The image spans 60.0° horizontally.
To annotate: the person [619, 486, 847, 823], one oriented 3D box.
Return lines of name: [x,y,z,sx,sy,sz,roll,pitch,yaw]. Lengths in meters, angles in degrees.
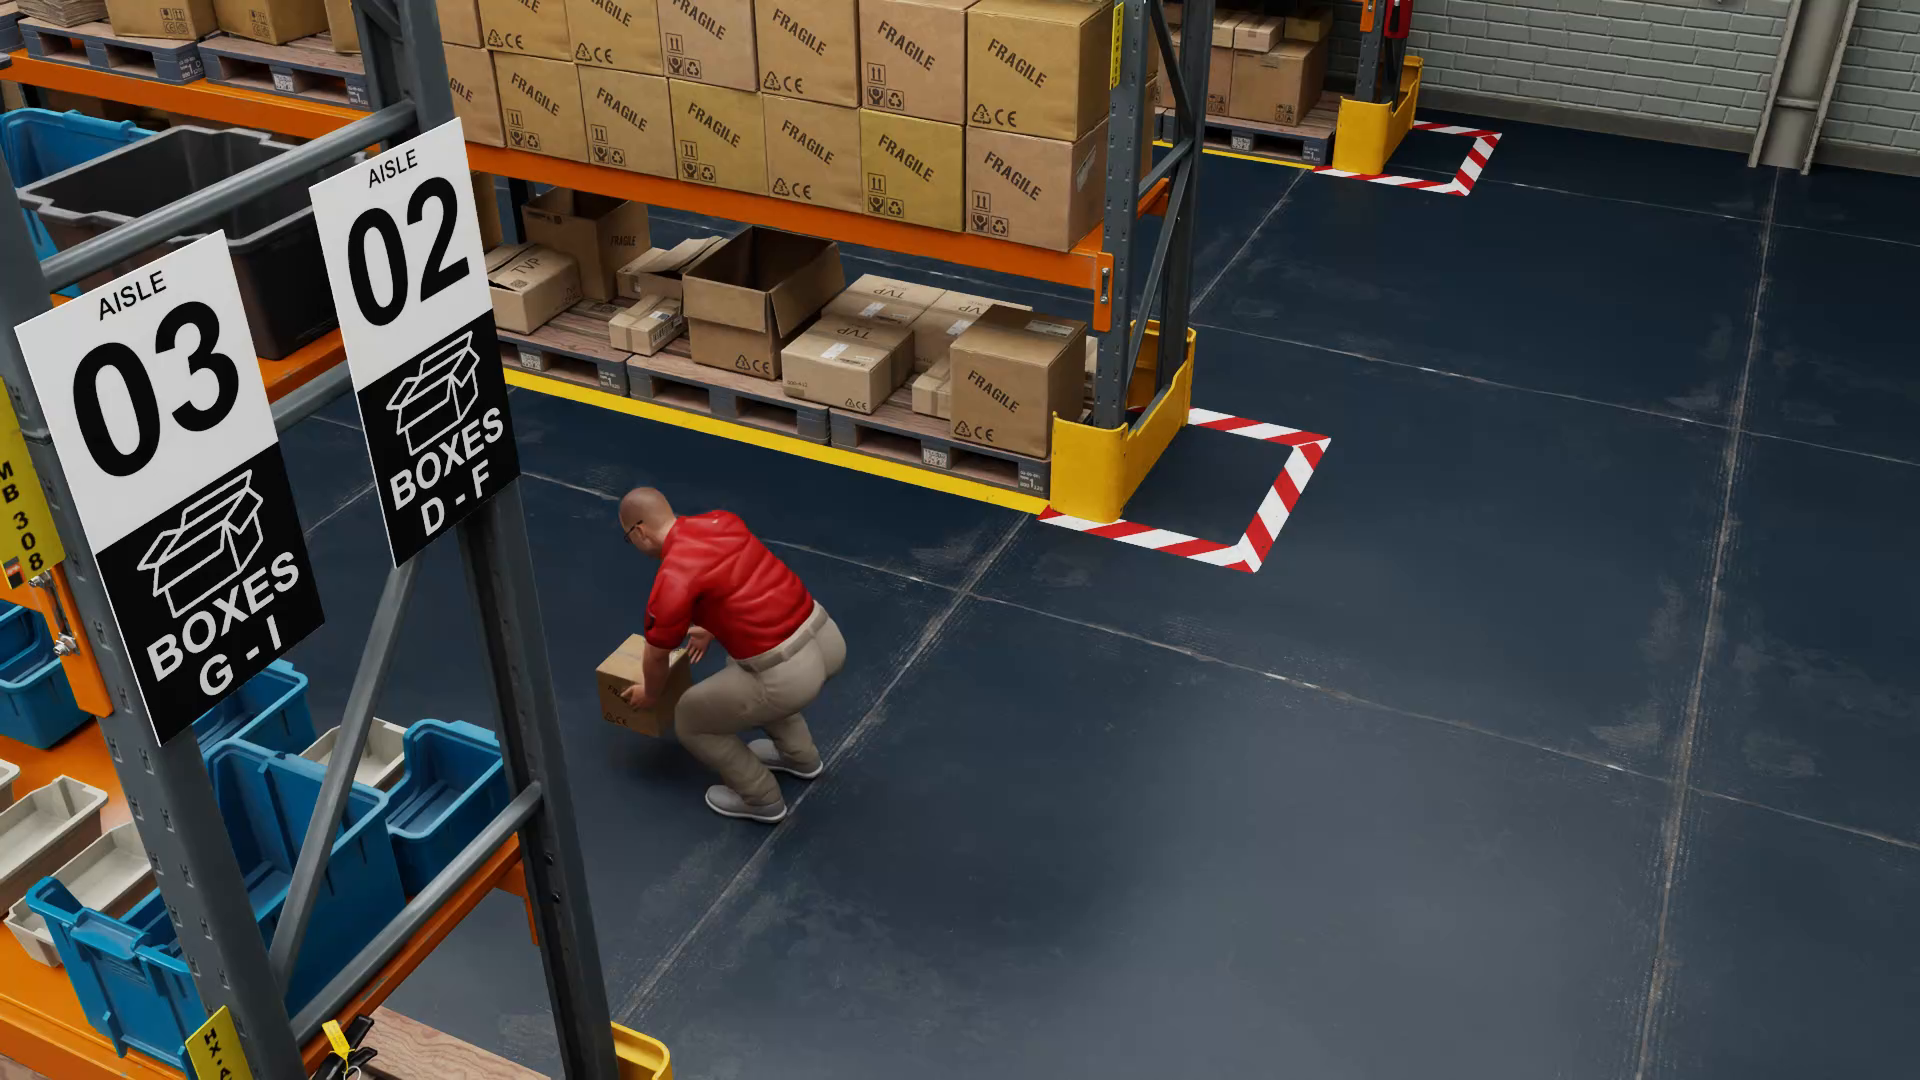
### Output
person: [-0.819,0.416,5.954,0.779,1.263,0.587,14,36,21]
